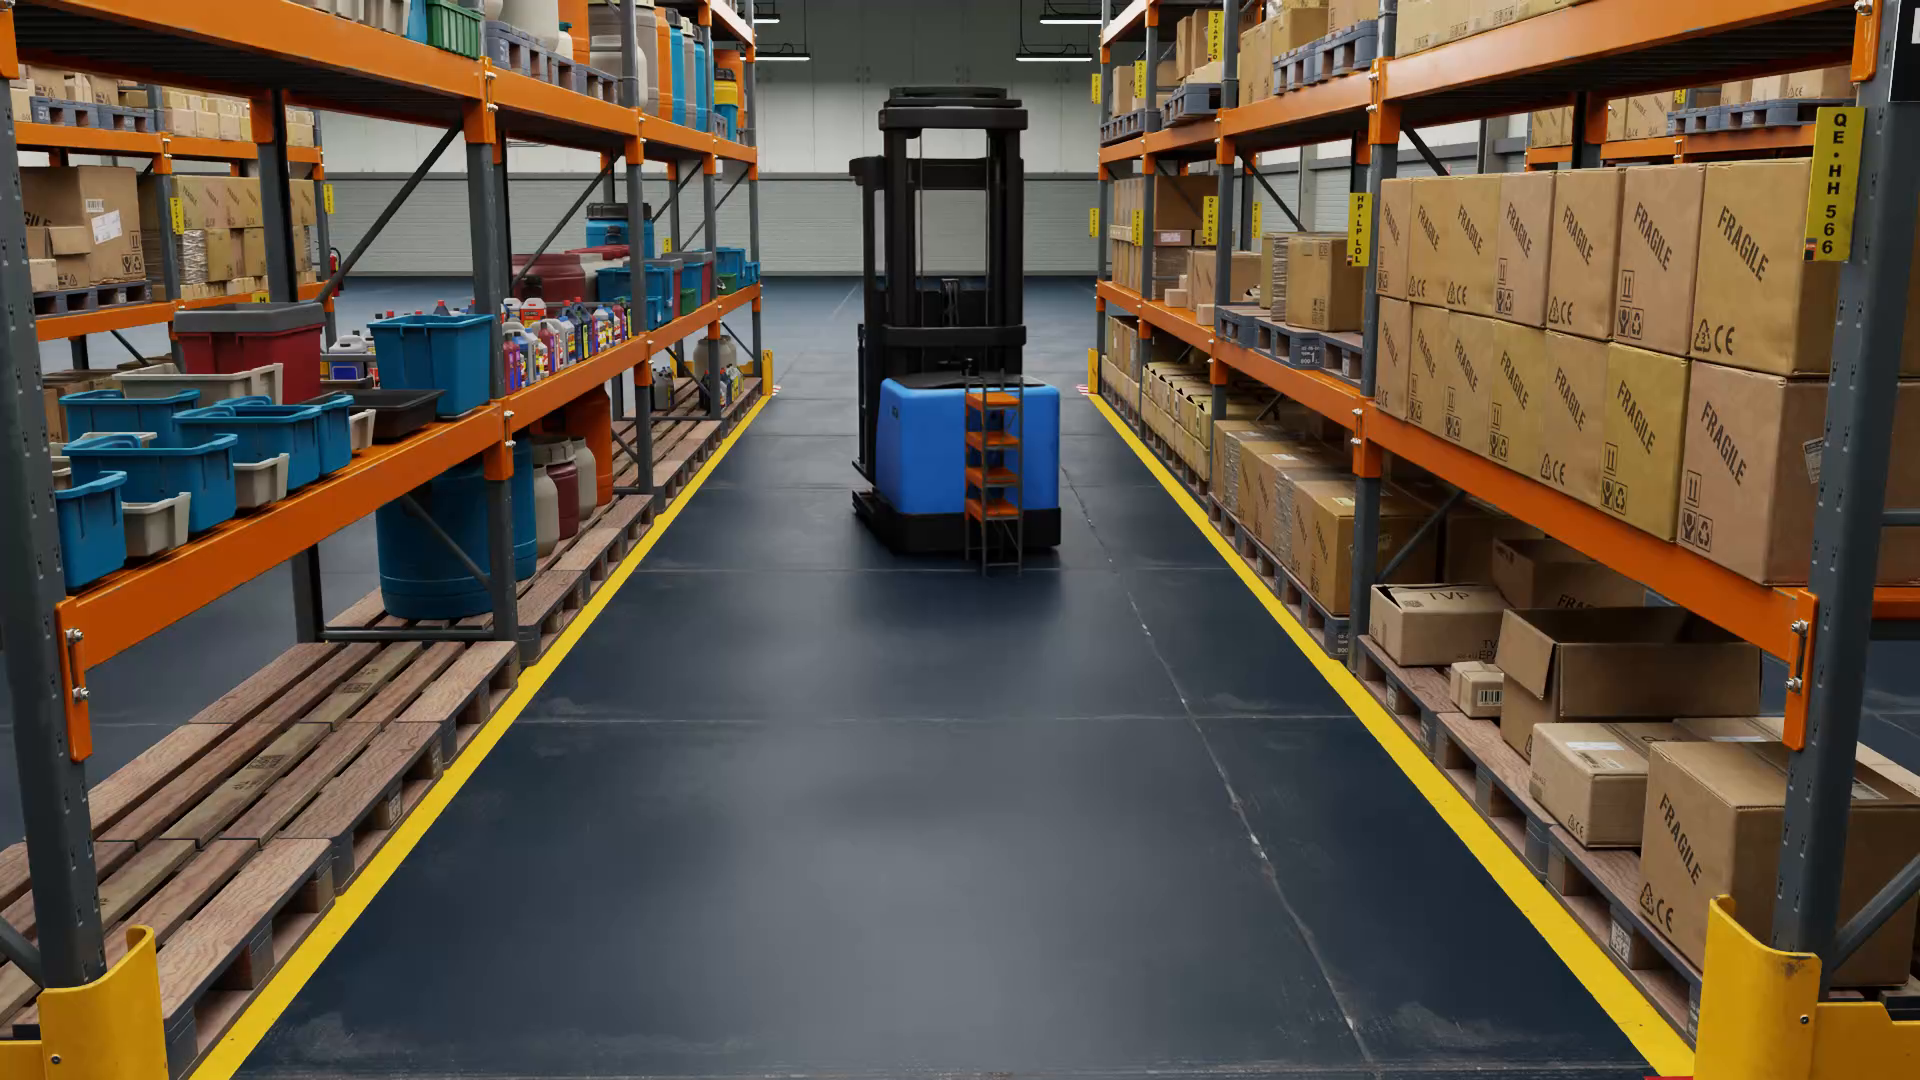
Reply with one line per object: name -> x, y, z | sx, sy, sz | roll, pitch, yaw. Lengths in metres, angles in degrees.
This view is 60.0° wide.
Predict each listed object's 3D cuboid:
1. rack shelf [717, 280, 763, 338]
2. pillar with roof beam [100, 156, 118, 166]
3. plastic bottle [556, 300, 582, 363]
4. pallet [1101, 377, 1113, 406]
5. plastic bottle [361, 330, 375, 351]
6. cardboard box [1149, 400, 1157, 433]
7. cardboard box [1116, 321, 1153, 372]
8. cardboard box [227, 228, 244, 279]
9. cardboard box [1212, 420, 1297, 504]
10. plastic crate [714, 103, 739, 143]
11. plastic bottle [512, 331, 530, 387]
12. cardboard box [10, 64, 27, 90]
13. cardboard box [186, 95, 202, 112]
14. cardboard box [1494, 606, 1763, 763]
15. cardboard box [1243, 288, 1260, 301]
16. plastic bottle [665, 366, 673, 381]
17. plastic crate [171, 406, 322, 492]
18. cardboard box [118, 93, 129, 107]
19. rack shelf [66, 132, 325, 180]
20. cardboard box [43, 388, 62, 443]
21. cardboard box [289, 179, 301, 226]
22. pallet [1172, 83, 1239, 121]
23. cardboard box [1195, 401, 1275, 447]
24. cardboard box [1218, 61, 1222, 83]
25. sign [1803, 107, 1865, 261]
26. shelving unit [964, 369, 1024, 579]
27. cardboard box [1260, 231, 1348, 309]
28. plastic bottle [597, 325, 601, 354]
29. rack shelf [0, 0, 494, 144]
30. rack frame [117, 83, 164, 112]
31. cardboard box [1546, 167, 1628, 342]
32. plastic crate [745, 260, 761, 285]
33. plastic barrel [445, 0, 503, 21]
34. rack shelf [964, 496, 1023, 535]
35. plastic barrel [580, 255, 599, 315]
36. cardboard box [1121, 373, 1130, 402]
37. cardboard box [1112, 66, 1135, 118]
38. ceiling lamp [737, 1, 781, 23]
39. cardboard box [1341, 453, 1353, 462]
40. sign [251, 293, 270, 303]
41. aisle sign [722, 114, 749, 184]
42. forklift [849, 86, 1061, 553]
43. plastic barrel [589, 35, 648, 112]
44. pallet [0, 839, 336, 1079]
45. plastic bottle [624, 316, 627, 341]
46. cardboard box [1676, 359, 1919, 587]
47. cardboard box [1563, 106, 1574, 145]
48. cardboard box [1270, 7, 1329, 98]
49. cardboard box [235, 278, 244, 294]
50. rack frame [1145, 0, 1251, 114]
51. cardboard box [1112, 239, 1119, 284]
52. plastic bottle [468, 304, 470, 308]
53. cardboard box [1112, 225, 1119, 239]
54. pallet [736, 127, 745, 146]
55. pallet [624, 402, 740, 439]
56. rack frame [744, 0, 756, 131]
rack shelf -> -2.797, -2.455, 17.427 | 1.077, 0.370, 4.000 | 0, 11, -1
pillar with roof beam -> -19.863, -11.903, 47.095 | 9.100, 9.000, 0.548 | 0, 11, -1
plastic bottle -> -2.246, -1.190, 9.505 | 0.144, 0.351, 0.185 | 0, 11, -1
pallet -> 2.172, -1.707, 18.941 | 1.003, 0.211, 1.213 | 0, 11, -1
plastic bottle -> -2.929, -0.909, 8.307 | 0.152, 0.276, 0.135 | 0, 11, -1
cardboard box -> 1.966, -1.105, 14.823 | 0.500, 0.250, 0.500 | 0, 11, 0
cardboard box -> 1.931, -2.045, 17.569 | 0.500, 0.500, 0.500 | 0, 11, -1
cardboard box -> -7.741, -2.873, 16.677 | 0.875, 0.500, 0.500 | 0, 11, -1
cardboard box -> 2.003, -0.534, 11.326 | 0.500, 0.500, 0.500 | 0, 11, 1
plastic crate -> -2.498, -4.290, 17.156 | 0.392, 0.384, 0.575 | 0, 11, -1
plastic bottle -> -2.197, -0.900, 8.277 | 0.097, 0.271, 0.097 | 0, 11, 0
cardboard box -> -7.402, -3.654, 12.474 | 0.500, 0.500, 0.500 | -1, 11, -3
cardboard box -> -7.464, -4.155, 15.824 | 0.380, 0.149, 0.250 | 0, 11, -1
cardboard box -> 2.406, 0.541, 6.018 | 0.797, 0.503, 0.637 | 0, 11, -1
cardboard box -> 2.315, -1.664, 11.940 | 0.500, 0.311, 0.500 | 0, 11, 2
plastic bottle -> -3.113, -1.722, 17.760 | 0.097, 0.271, 0.097 | 0, 11, 0
plastic crate -> -2.211, -0.285, 5.188 | 0.416, 0.233, 0.300 | 0, 11, -1
cardboard box -> -7.918, -4.099, 15.549 | 0.380, 0.149, 0.250 | 0, 11, -1
rack shelf -> -7.749, -3.905, 17.029 | 1.077, 0.370, 4.000 | 0, 11, -1
cardboard box -> -7.702, -0.941, 13.336 | 0.700, 0.500, 0.500 | 1, 11, 4
cardboard box -> -7.516, -3.662, 18.052 | 0.500, 0.500, 0.500 | 0, 11, -1
pallet -> 2.176, -3.147, 11.957 | 1.213, 0.211, 1.003 | 0, 11, 1
cardboard box -> 2.022, -0.871, 12.258 | 0.500, 0.311, 0.500 | 0, 11, 0
cardboard box -> 2.185, -3.431, 12.205 | 0.500, 0.250, 0.500 | 0, 11, 0
sign -> 1.889, -0.769, 3.597 | 0.100, 0.325, 0.005 | 0, 11, -1
shelving unit -> 0.202, -0.408, 10.055 | 0.258, 1.200, 0.503 | -2, 12, -12
cardboard box -> 2.405, -1.765, 10.907 | 0.700, 0.500, 0.500 | -4, 12, -20
plastic bottle -> -2.235, -1.235, 10.102 | 0.097, 0.201, 0.097 | 0, 11, 0
rack shelf -> -2.549, -1.540, 5.371 | 1.077, 0.370, 4.000 | 0, 11, -1
rack frame -> -7.708, -5.330, 14.699 | 1.000, 3.000, 0.127 | 0, 11, -1
cardboard box -> 2.134, -0.874, 5.059 | 0.500, 0.500, 0.500 | 0, 11, 0
plastic crate -> -2.529, -3.034, 18.846 | 0.499, 0.251, 0.616 | 0, 11, -1
plastic barrel -> -2.351, -2.668, 7.725 | 0.433, 0.535, 0.433 | 0, 11, 0
rack shelf -> 0.202, -0.148, 10.107 | 0.258, 0.148, 0.480 | -2, 12, -12
plastic barrel -> -2.908, -1.874, 12.469 | 0.421, 0.512, 0.421 | 0, 11, 0
cardboard box -> 1.943, -1.578, 17.154 | 0.500, 0.250, 0.500 | 0, 11, -1
cardboard box -> 1.875, -4.687, 17.415 | 0.500, 0.500, 0.500 | 0, 11, -1
ceiling lamp -> -4.704, -12.245, 34.104 | 2.000, 3.185, 0.800 | 0, 11, -1
cardboard box -> 2.561, -0.233, 9.845 | 0.500, 0.500, 0.500 | -1, 11, -3
sign -> -3.140, -0.954, 7.521 | 0.100, 0.325, 0.005 | 0, 11, -1
aisle sign -> -2.543, -4.495, 19.133 | 0.394, 0.787, 0.004 | 0, 11, -1
forklift -> -0.162, -1.602, 11.584 | 1.130, 2.935, 3.031 | -2, 12, -12
plastic barrel -> -2.373, -3.203, 11.478 | 0.421, 0.512, 0.421 | 0, 11, 0
pallet -> -2.486, 1.177, 4.724 | 1.003, 0.211, 1.213 | 0, 11, -1
plastic bottle -> -2.254, -1.416, 10.995 | 0.097, 0.201, 0.097 | 0, 11, 0
cardboard box -> 2.163, -0.182, 4.158 | 0.500, 0.500, 0.500 | 0, 11, 1
cardboard box -> 6.814, -4.498, 17.838 | 0.500, 0.500, 0.500 | 0, 11, 1
cardboard box -> 2.343, -2.863, 9.829 | 0.910, 0.500, 0.500 | 0, 11, -1
cardboard box -> -7.462, -2.559, 16.762 | 0.380, 0.149, 0.250 | 0, 11, -1
rack frame -> 2.197, -5.370, 14.896 | 1.000, 3.000, 0.127 | 0, 11, -1
cardboard box -> 2.111, -3.181, 18.944 | 0.700, 0.500, 0.500 | 0, 11, -1
plastic bottle -> -3.016, -1.306, 10.246 | 0.061, 0.283, 0.133 | 0, 11, -1
cardboard box -> 1.915, -3.461, 18.690 | 0.380, 0.149, 0.250 | -1, 11, -3
pallet -> -2.919, -4.418, 18.223 | 1.003, 0.211, 1.213 | 0, 11, -1
pallet -> -2.728, -1.177, 16.332 | 1.003, 0.211, 1.213 | 0, 11, -1
rack frame -> -2.838, -6.146, 18.719 | 1.000, 3.000, 0.127 | 0, 11, -1
